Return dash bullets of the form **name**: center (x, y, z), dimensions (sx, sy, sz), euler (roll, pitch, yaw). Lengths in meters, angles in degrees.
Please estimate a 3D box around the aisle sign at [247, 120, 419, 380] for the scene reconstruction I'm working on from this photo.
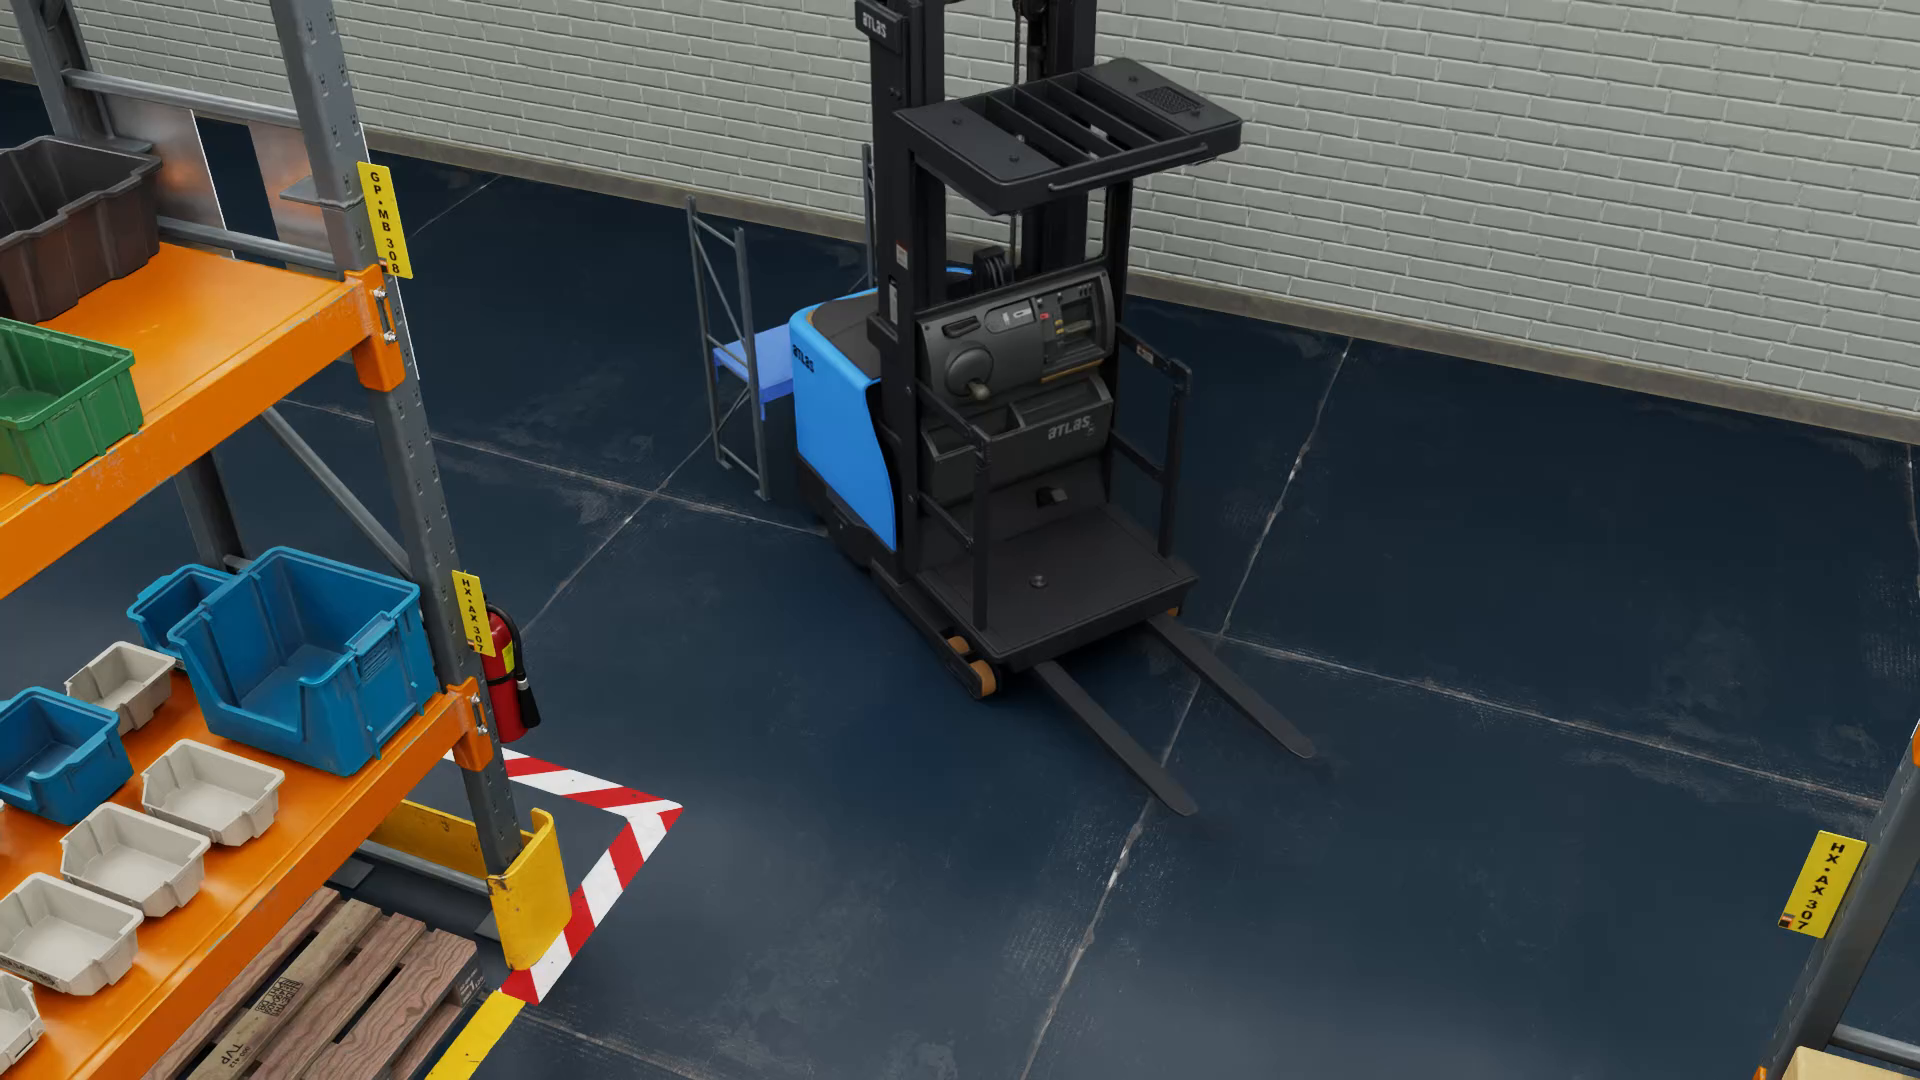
- **aisle sign**: center (-1.763, -0.829, 4.682), dimensions (0.394, 0.787, 0.004), euler (14, 39, 18)

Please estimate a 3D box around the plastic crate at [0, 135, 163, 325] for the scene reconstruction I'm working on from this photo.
- **plastic crate**: center (-2.465, -0.814, 4.437), dimensions (0.497, 0.269, 0.590), euler (14, 39, 18)

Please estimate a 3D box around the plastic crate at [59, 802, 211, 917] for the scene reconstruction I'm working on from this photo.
- **plastic crate**: center (-2.328, 0.917, 4.688), dimensions (0.396, 0.136, 0.243), euler (14, 39, 18)

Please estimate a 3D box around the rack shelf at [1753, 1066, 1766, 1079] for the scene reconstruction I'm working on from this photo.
- **rack shelf**: center (1.758, 2.709, 2.721), dimensions (1.077, 0.370, 4.000), euler (14, 39, 18)

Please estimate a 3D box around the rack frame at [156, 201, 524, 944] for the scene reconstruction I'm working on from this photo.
- **rack frame**: center (-2.061, 0.186, 5.496), dimensions (1.000, 3.000, 0.127), euler (14, 39, 18)

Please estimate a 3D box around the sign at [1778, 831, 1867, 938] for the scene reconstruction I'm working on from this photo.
- **sign**: center (2.008, 0.806, 3.877), dimensions (0.100, 0.325, 0.005), euler (14, 39, 18)

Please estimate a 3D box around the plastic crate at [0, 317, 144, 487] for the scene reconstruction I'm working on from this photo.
- **plastic crate**: center (-2.172, -0.320, 3.844), dimensions (0.450, 0.188, 0.336), euler (14, 39, 18)

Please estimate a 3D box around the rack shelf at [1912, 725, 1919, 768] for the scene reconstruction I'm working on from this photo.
- **rack shelf**: center (1.758, 1.508, 1.823), dimensions (1.077, 0.370, 4.000), euler (14, 39, 18)

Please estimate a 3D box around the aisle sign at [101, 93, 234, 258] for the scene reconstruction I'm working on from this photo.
- **aisle sign**: center (-2.309, -0.963, 4.862), dimensions (0.394, 0.787, 0.004), euler (14, 39, 18)

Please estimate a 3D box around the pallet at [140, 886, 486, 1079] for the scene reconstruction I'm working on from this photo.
- **pallet**: center (-2.411, 1.750, 5.732), dimensions (1.003, 0.211, 1.213), euler (14, 39, 18)

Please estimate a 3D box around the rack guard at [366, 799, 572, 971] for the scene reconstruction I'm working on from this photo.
- **rack guard**: center (-2.064, 1.171, 6.266), dimensions (1.175, 0.500, 0.348), euler (14, 39, 18)

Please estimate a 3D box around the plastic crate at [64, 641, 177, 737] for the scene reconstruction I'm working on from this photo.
- **plastic crate**: center (-2.658, 0.488, 5.262), dimensions (0.250, 0.136, 0.298), euler (14, 39, 18)

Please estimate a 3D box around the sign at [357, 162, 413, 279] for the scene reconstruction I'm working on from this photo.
- **sign**: center (-1.546, -0.858, 4.474), dimensions (0.100, 0.325, 0.005), euler (14, 39, 18)

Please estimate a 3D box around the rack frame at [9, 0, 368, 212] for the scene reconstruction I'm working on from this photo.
- **rack frame**: center (-2.061, -2.217, 3.700), dimensions (1.000, 3.000, 0.127), euler (14, 39, 18)

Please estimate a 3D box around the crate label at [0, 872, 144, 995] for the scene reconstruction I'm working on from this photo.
- **crate label**: center (-2.411, 1.077, 4.474), dimensions (0.396, 0.136, 0.243), euler (14, 39, 18)

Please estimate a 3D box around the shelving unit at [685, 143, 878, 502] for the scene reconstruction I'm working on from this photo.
- **shelving unit**: center (-0.735, -1.106, 8.467), dimensions (1.048, 1.500, 0.538), euler (-24, 42, -29)

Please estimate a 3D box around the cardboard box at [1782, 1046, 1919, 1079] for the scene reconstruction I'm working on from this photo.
- **cardboard box**: center (2.087, 1.459, 3.669), dimensions (0.500, 0.250, 0.500), euler (13, 39, 17)

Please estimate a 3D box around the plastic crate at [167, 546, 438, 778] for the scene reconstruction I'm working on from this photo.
- **plastic crate**: center (-2.016, 0.375, 5.163), dimensions (0.616, 0.435, 0.499), euler (14, 39, 18)

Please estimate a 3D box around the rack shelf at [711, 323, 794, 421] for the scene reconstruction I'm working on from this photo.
- **rack shelf**: center (-0.732, -0.960, 8.572), dimensions (1.000, 0.185, 0.538), euler (-24, 42, -29)

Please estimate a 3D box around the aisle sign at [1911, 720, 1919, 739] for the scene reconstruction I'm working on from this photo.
- **aisle sign**: center (2.269, 0.164, 3.353), dimensions (0.394, 0.787, 0.004), euler (14, 39, 18)

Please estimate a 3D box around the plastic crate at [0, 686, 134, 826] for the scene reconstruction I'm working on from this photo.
- **plastic crate**: center (-2.710, 0.655, 4.958), dimensions (0.416, 0.233, 0.300), euler (14, 39, 18)

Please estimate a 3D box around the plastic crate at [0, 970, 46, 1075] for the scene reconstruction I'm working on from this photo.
- **plastic crate**: center (-2.507, 1.245, 4.249), dimensions (0.298, 0.136, 0.250), euler (14, 39, 18)

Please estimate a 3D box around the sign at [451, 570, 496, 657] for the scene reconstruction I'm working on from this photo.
- **sign**: center (-1.546, 0.237, 5.292), dimensions (0.100, 0.325, 0.005), euler (14, 39, 18)

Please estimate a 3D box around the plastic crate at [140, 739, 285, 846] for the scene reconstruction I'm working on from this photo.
- **plastic crate**: center (-2.204, 0.760, 4.898), dimensions (0.396, 0.136, 0.243), euler (14, 39, 18)

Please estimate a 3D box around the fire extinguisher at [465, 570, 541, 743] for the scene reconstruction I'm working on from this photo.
- **fire extinguisher**: center (-1.584, 0.386, 5.604), dimensions (0.296, 0.674, 0.183), euler (14, 39, 18)

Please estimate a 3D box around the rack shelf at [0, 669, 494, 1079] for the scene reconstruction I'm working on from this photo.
- **rack shelf**: center (-2.822, 1.581, 4.230), dimensions (1.077, 0.370, 4.000), euler (14, 39, 18)

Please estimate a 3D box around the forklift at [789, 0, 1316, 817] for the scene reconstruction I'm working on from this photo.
- **forklift**: center (0.367, -0.800, 6.872), dimensions (1.130, 2.935, 3.031), euler (-20, 41, -25)

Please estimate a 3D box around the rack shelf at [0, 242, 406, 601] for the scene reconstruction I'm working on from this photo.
- **rack shelf**: center (-2.822, 0.380, 3.332), dimensions (1.077, 0.370, 4.000), euler (14, 39, 18)

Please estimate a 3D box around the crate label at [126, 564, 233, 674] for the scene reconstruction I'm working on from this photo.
- **crate label**: center (-2.460, 0.290, 5.446), dimensions (0.416, 0.233, 0.303), euler (14, 39, 18)

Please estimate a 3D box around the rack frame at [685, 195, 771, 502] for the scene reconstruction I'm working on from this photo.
- **rack frame**: center (-1.141, -0.923, 8.223), dimensions (0.032, 1.500, 0.500), euler (-24, 42, -29)

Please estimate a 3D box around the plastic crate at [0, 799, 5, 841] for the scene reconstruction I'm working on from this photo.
- **plastic crate**: center (-2.916, 0.863, 4.760), dimensions (0.250, 0.136, 0.298), euler (14, 39, 18)

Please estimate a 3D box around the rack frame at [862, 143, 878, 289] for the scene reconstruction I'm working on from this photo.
- **rack frame**: center (-0.328, -1.288, 8.711), dimensions (0.032, 1.500, 0.500), euler (-24, 42, -29)
